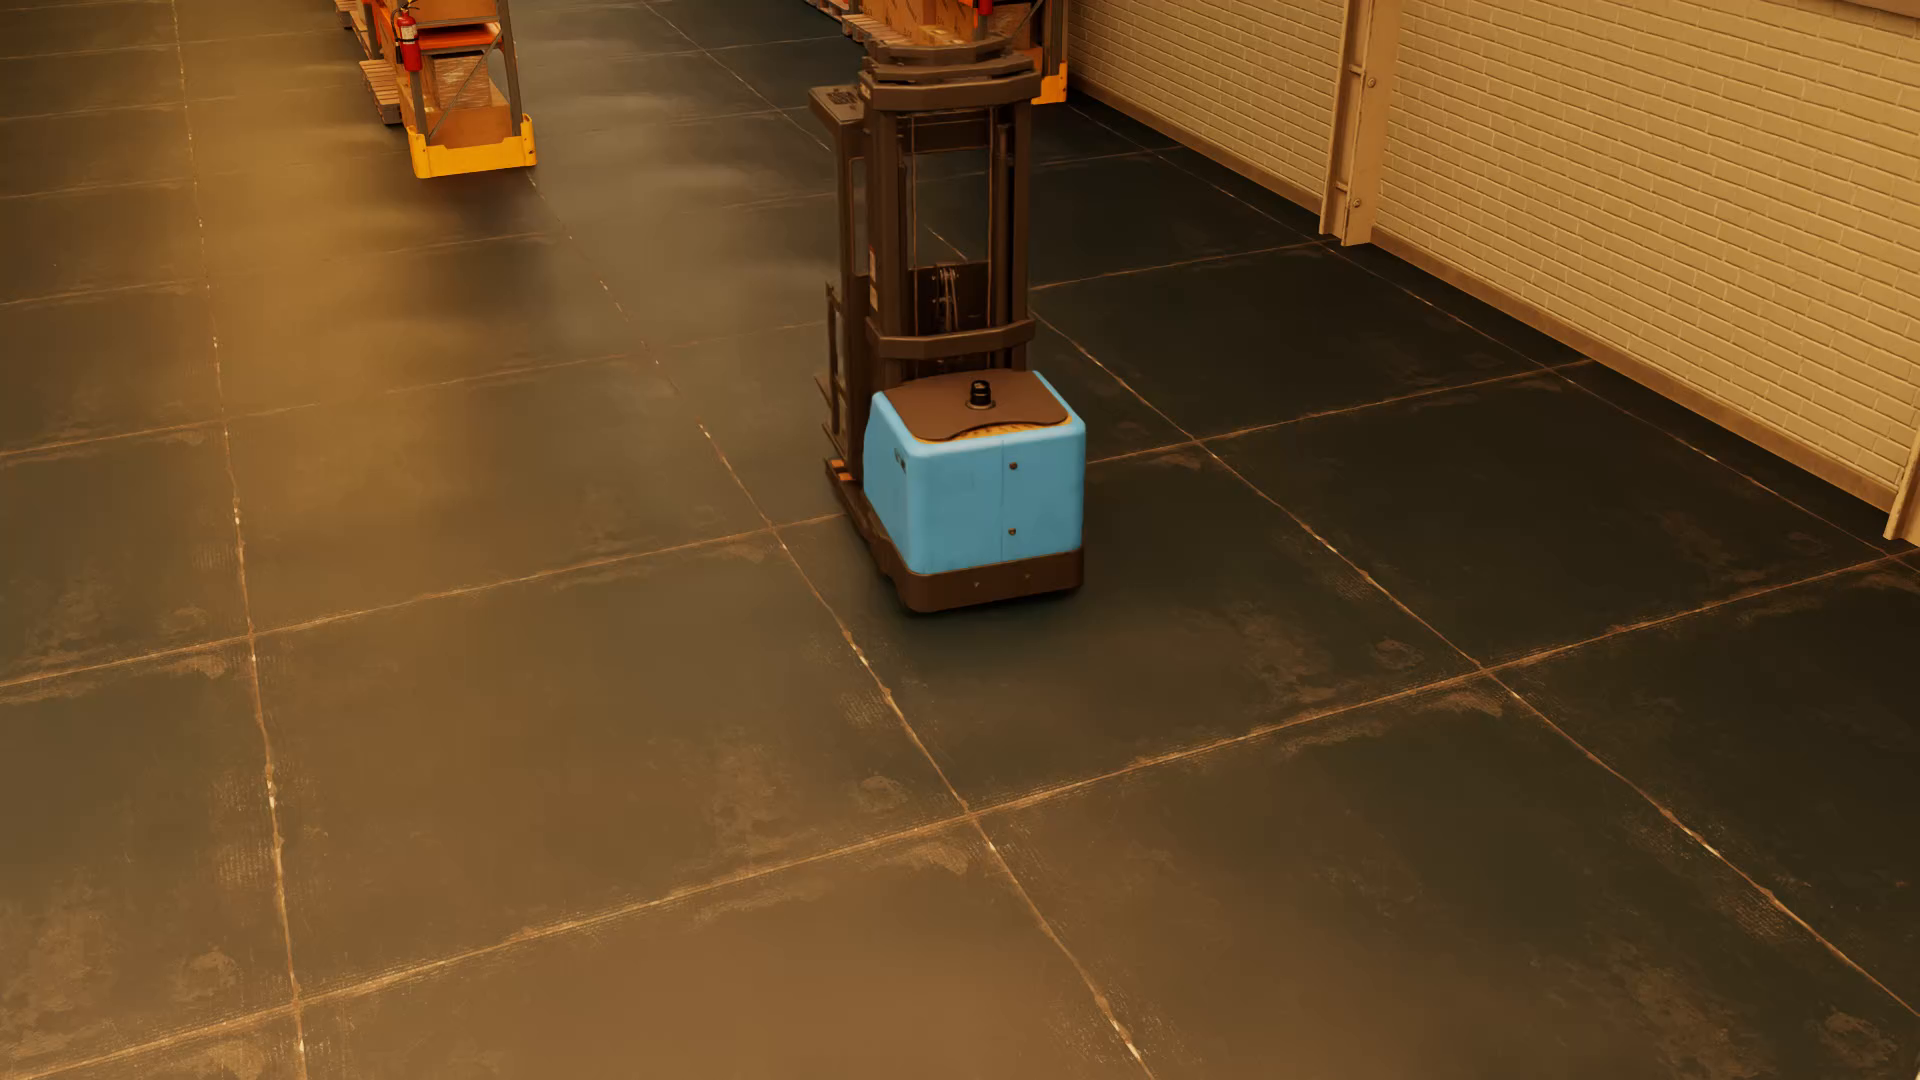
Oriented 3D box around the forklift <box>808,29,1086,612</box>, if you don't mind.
[{"bbox_3d":[-0.232,-1.589,9.898,1.130,2.935,3.031,-9,31,-16],"label":"forklift"}]
